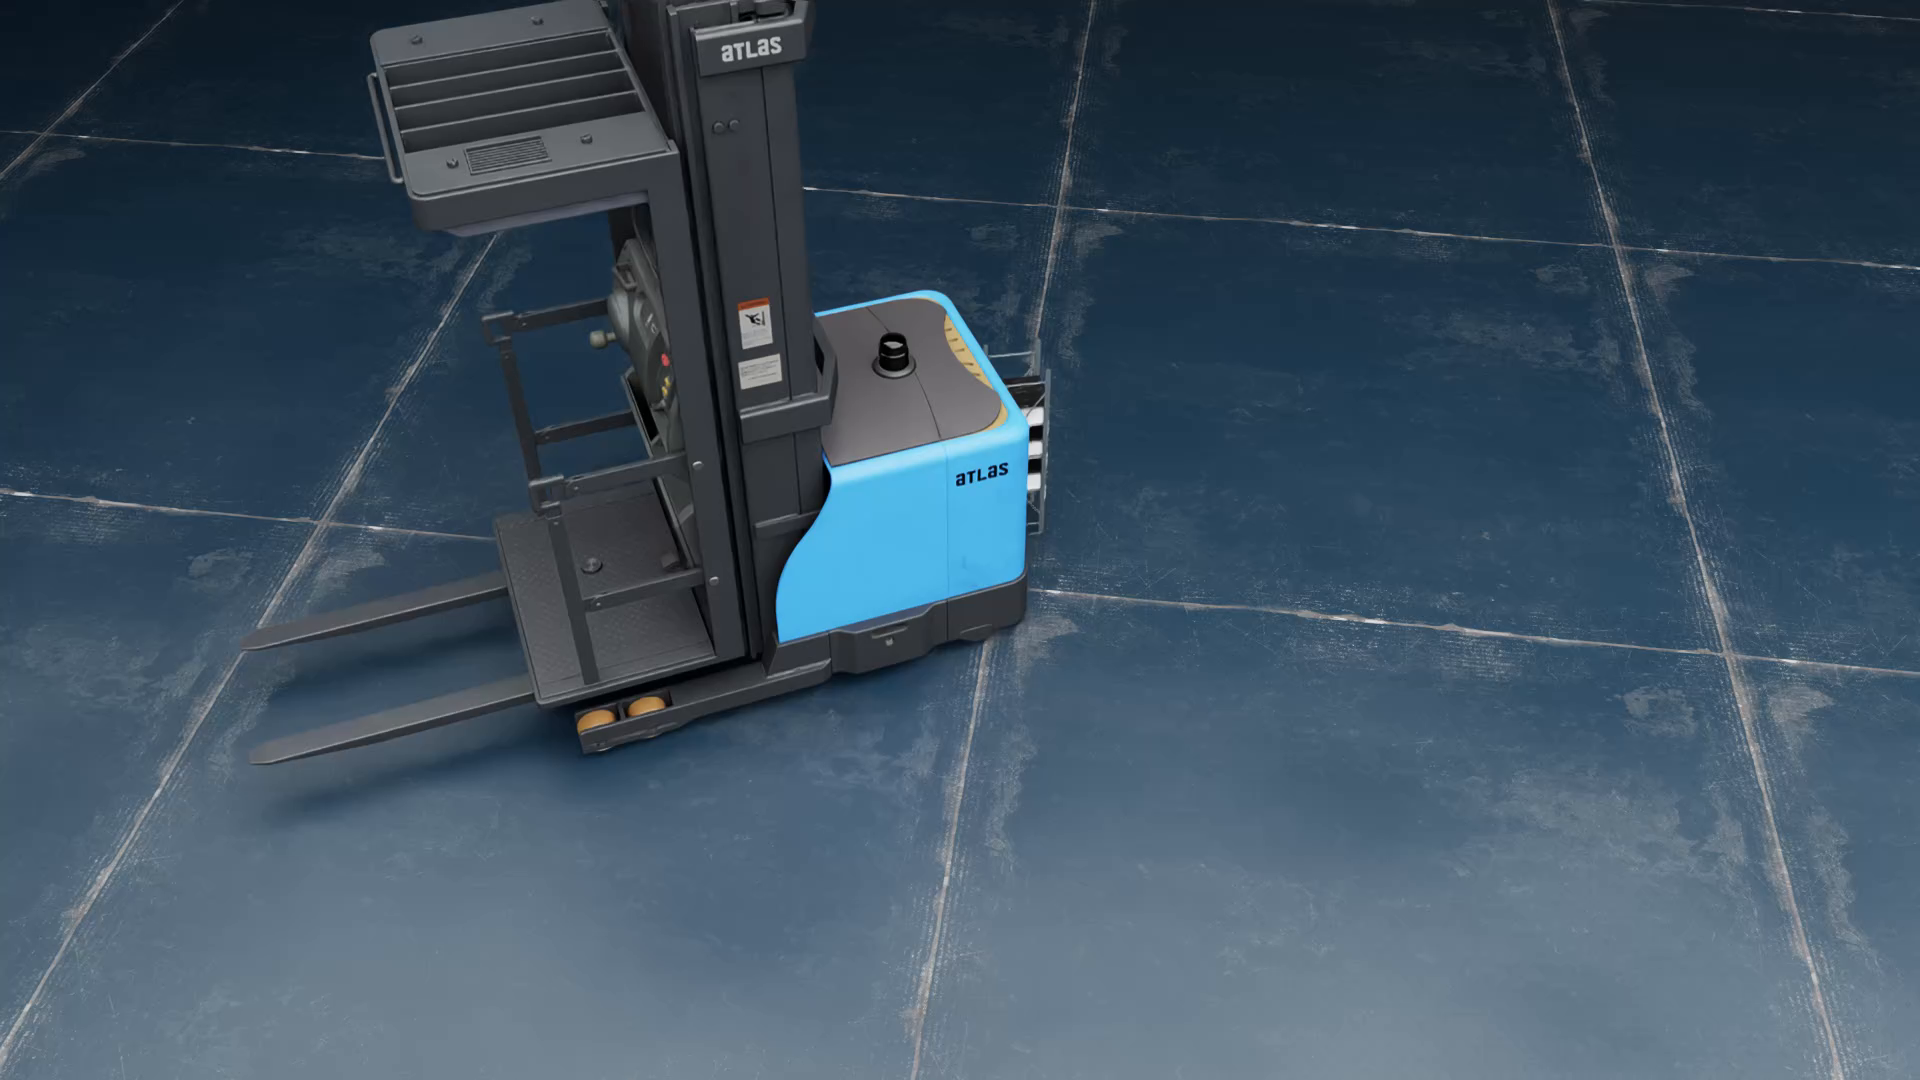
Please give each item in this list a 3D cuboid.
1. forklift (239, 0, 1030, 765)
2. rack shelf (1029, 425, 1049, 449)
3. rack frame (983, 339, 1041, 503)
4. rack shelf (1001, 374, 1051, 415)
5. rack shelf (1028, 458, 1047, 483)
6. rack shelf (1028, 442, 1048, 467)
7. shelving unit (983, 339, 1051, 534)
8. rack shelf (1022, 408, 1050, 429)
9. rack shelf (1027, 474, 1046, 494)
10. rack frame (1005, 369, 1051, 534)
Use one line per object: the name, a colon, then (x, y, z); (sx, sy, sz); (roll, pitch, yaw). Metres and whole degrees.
forklift: (-1.298, -0.662, 5.839); (3.031, 2.935, 1.130); (-14, 45, -15)
rack shelf: (0.229, -0.456, 7.014); (0.258, 0.077, 0.200); (-6, 44, -7)
rack frame: (0.213, -0.484, 7.126); (0.240, 0.900, 0.006); (-6, 44, -7)
rack shelf: (0.230, -0.587, 6.890); (0.258, 0.077, 0.200); (-6, 44, -7)
rack shelf: (0.229, -0.326, 7.138); (0.258, 0.077, 0.200); (-6, 44, -7)
rack shelf: (0.229, -0.391, 7.076); (0.258, 0.077, 0.200); (-6, 44, -7)
shelving unit: (0.229, -0.415, 7.053); (0.258, 0.900, 0.210); (-6, 44, -7)
rack shelf: (0.229, -0.522, 6.952); (0.258, 0.077, 0.200); (-6, 44, -7)
rack shelf: (0.229, -0.260, 7.200); (0.258, 0.077, 0.200); (-6, 44, -7)
rack frame: (0.246, -0.346, 6.980); (0.240, 0.900, 0.006); (-6, 44, -7)
